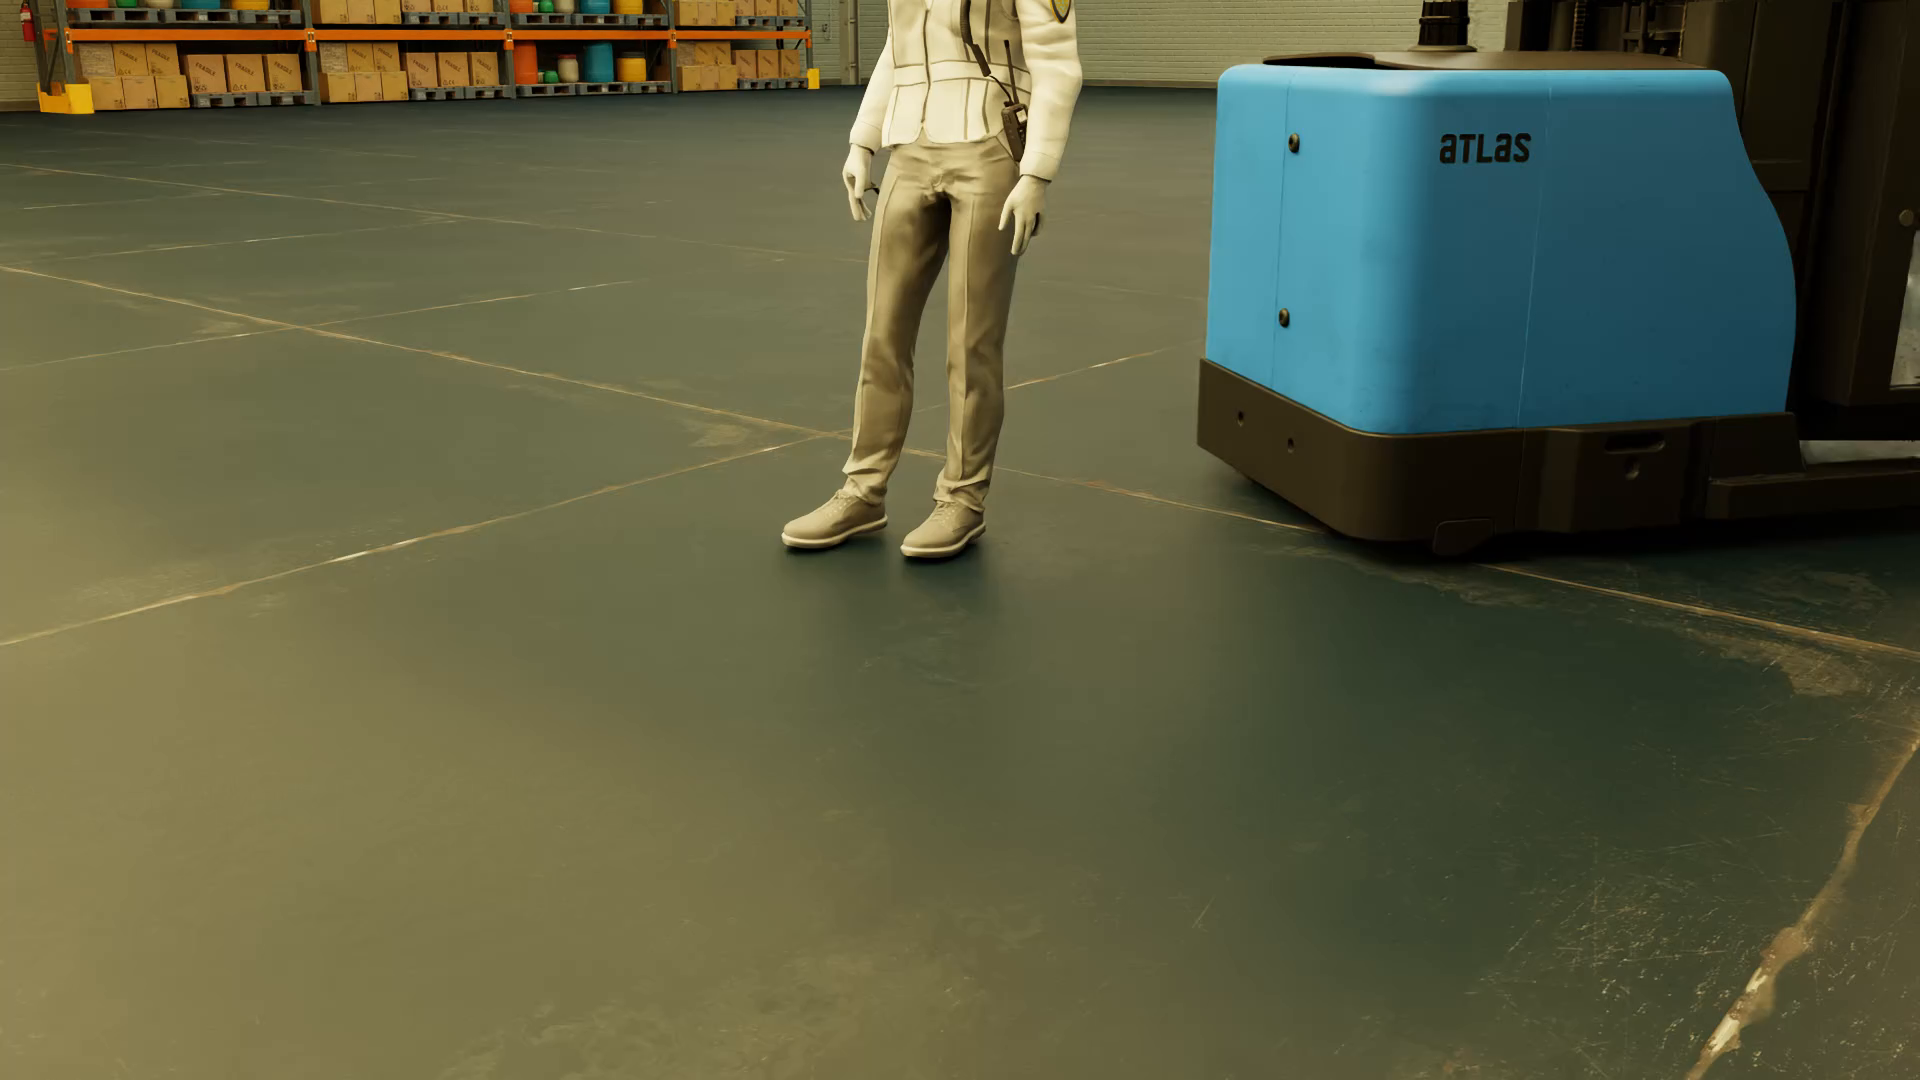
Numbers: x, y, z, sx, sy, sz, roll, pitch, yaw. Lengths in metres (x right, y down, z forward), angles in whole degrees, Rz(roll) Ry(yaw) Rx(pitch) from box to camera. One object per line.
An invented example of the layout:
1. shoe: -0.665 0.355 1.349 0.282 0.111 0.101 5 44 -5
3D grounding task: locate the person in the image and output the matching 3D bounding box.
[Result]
1. person: -0.049 -0.804 3.648 0.586 1.694 0.531 13 21 37

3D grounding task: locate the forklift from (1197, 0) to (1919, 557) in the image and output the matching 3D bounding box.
1. forklift: 2.223 -1.575 4.085 3.031 2.935 1.130 -4 17 -13
